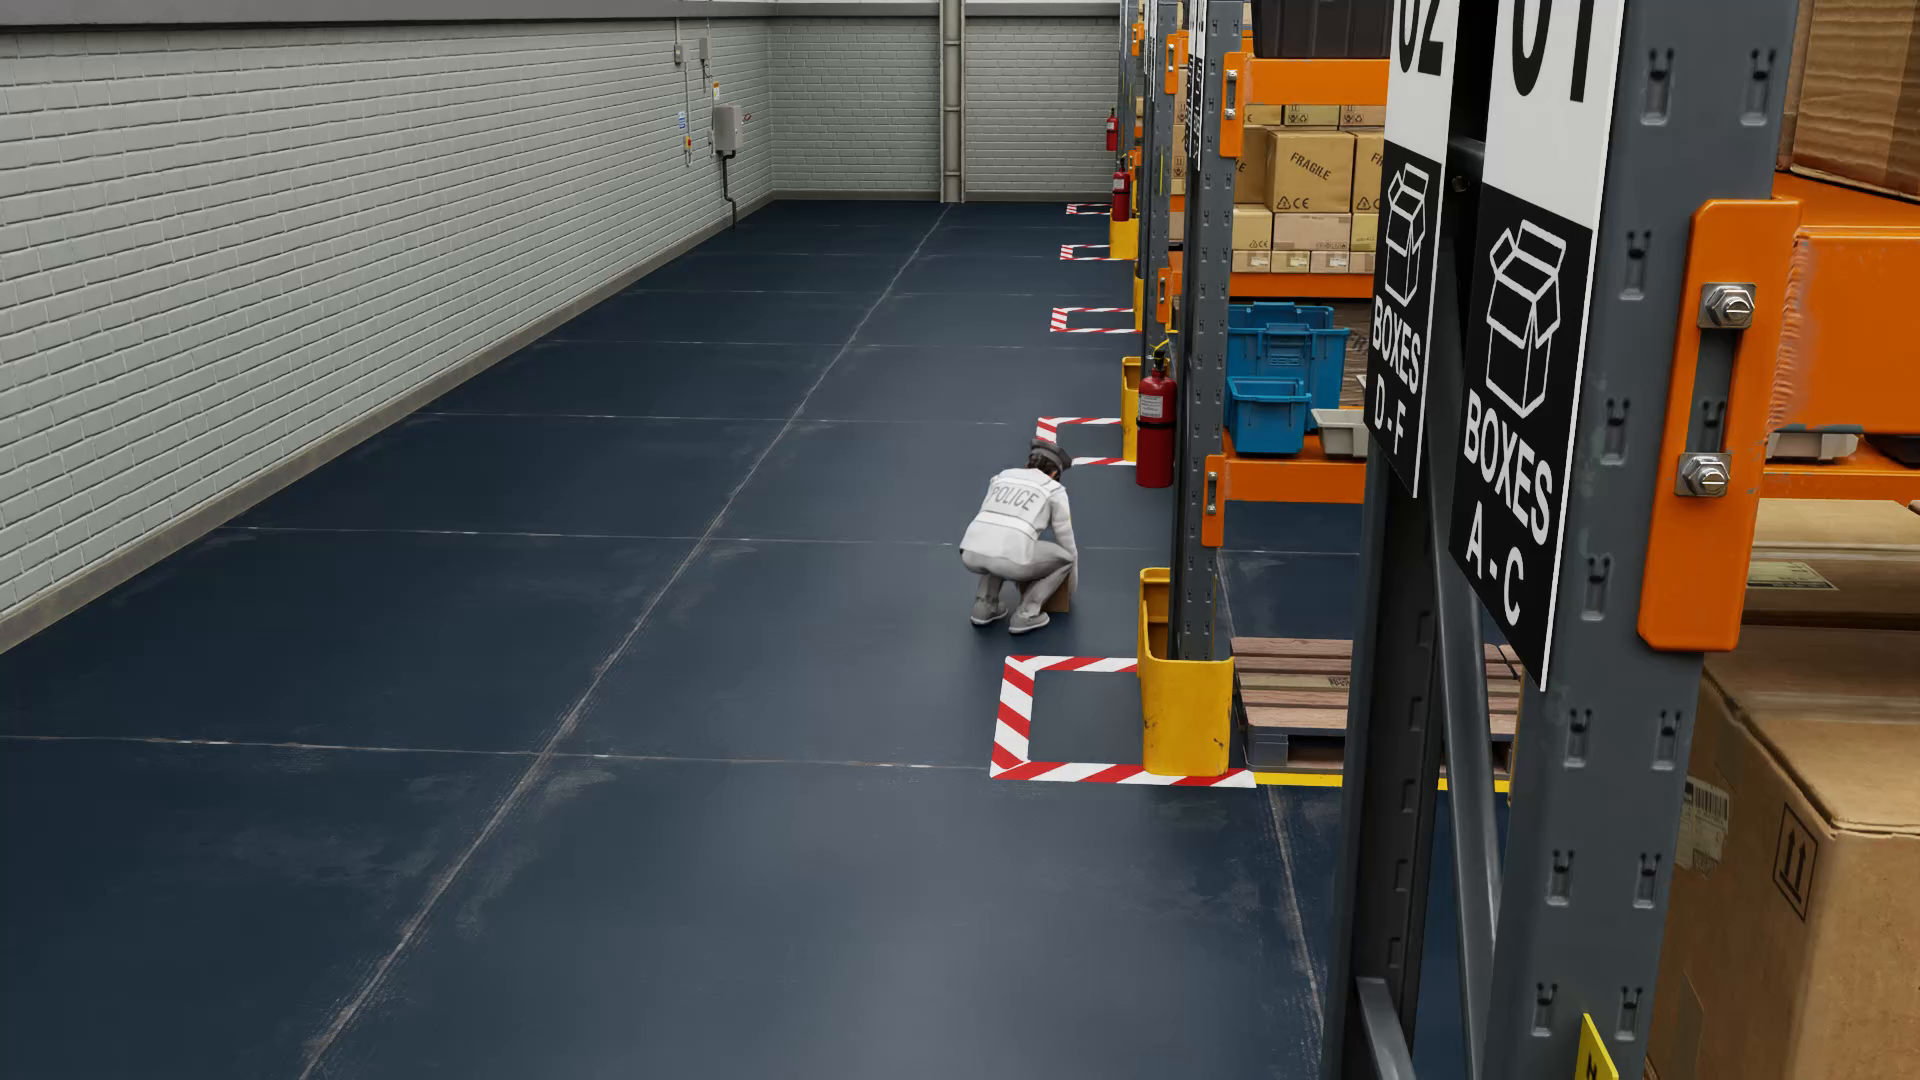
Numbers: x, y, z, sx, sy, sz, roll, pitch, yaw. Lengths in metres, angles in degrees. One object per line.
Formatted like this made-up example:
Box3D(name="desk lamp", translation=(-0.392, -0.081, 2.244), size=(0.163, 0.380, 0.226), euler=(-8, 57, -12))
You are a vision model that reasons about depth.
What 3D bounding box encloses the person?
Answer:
Box3D(name="person", translation=(0.324, -0.025, 8.448), size=(0.482, 0.876, 0.851), euler=(12, 21, 33))
